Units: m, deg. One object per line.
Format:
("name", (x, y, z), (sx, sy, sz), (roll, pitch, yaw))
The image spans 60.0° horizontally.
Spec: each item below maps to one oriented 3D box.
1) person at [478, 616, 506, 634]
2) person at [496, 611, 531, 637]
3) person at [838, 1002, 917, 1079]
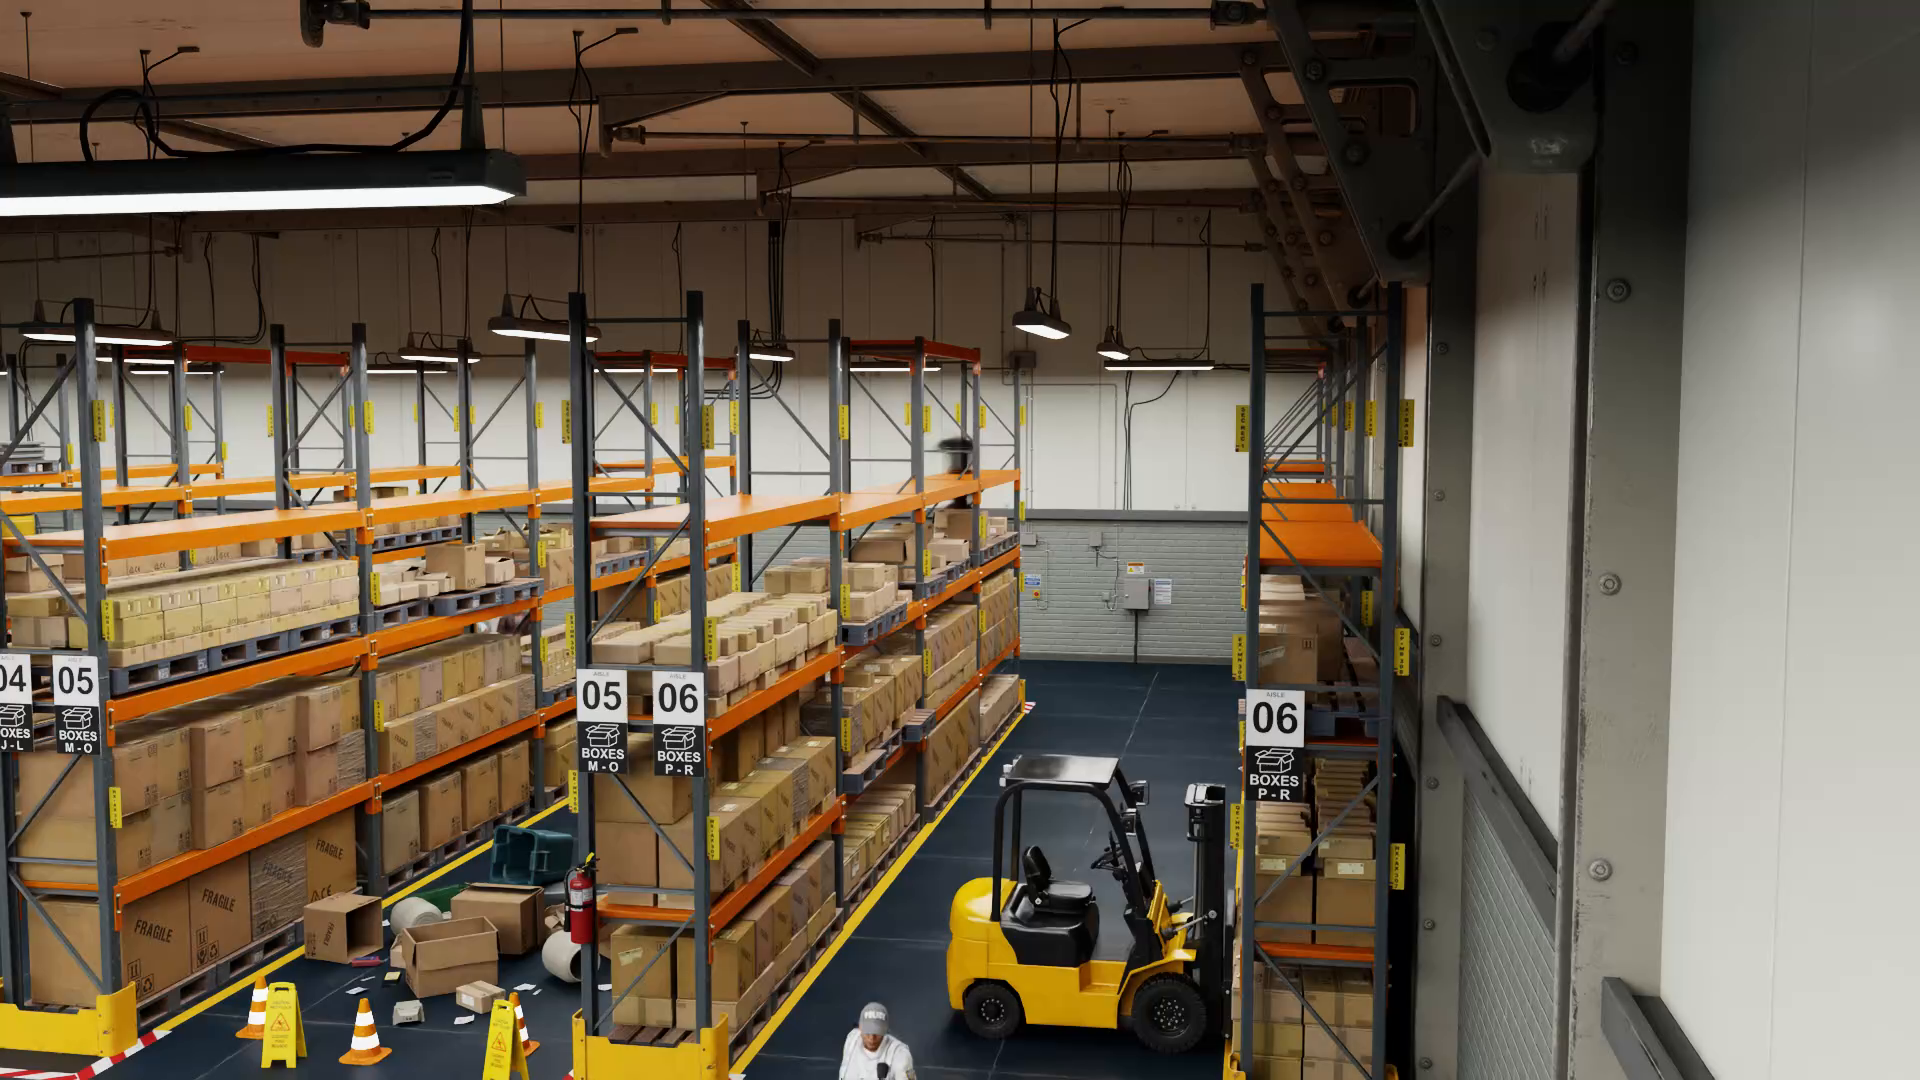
("person", (-8.587, 1.773, 31.109), (1.045, 1.752, 0.767), (3, 6, 36))
("person", (-7.866, 1.913, 29.534), (0.670, 1.772, 0.900), (-1, 5, -11))
("person", (-0.517, 3.549, 10.125), (0.594, 1.606, 0.706), (1, 5, 13))
